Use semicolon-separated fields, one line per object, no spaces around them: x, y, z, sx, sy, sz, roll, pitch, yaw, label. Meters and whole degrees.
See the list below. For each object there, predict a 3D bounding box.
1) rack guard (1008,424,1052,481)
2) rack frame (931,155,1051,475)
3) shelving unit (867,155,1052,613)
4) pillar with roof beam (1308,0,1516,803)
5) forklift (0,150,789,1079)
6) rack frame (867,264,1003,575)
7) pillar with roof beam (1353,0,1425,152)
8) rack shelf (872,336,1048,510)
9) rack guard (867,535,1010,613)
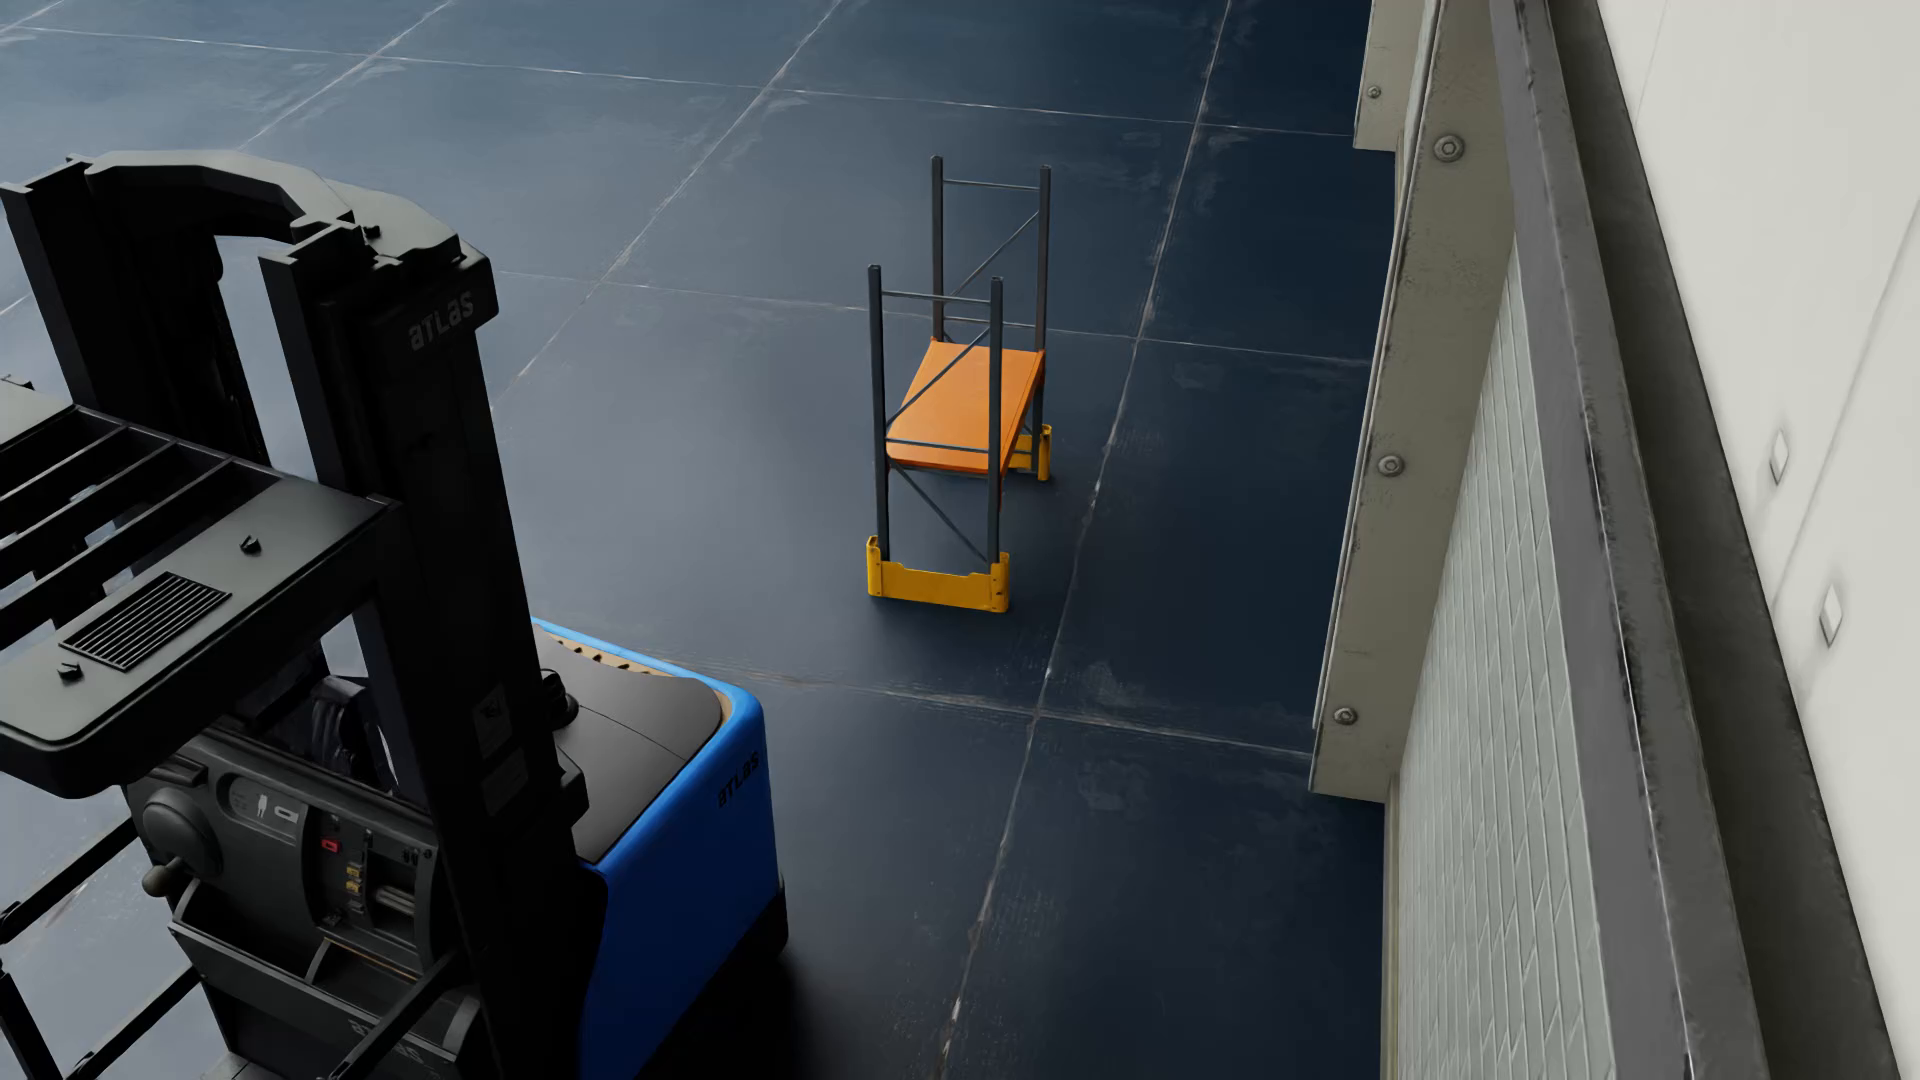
0.123;-0.430;7.631;0.587;0.250;0.087;7;37;10;rack guard
0.127;-0.948;7.279;0.500;1.500;0.032;7;37;10;rack frame
0.016;-0.651;6.870;0.587;1.500;1.083;7;37;10;shelving unit
-2.757;-3.370;4.232;9.100;9.000;0.400;7;37;10;pillar with roof beam
-1.659;0.780;3.676;1.130;2.935;3.031;16;39;21;forklift
-0.090;-0.365;6.475;0.500;1.500;0.032;7;37;10;rack frame
-1.475;-6.810;8.978;9.100;9.000;0.400;7;37;10;pillar with roof beam
0.018;-0.511;6.983;0.538;0.185;1.000;7;37;10;rack shelf
-0.090;0.141;6.843;0.587;0.250;0.087;7;37;10;rack guard
